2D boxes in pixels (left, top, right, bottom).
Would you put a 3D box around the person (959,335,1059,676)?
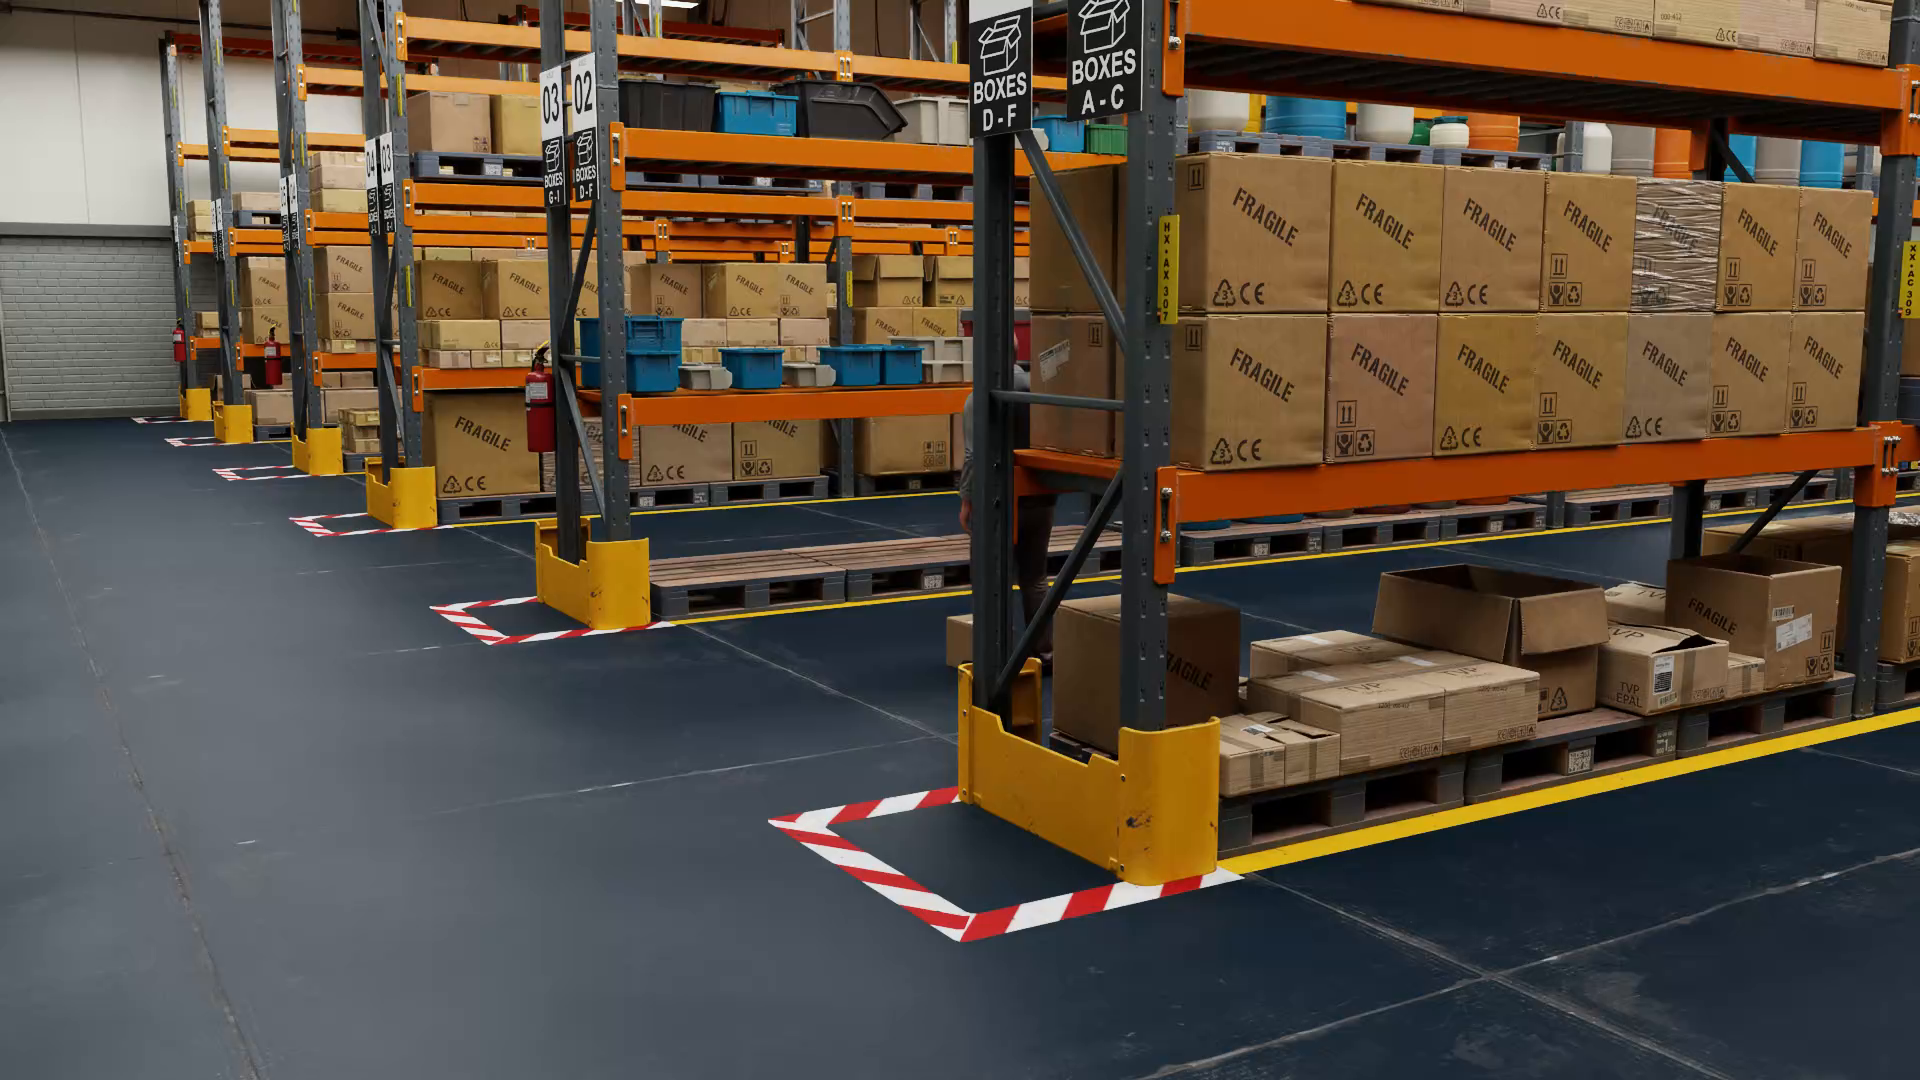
[{"bbox_3d":[0.238,-0.174,8.134,0.585,1.719,0.475,-6,10,-34],"label":"person"}]
